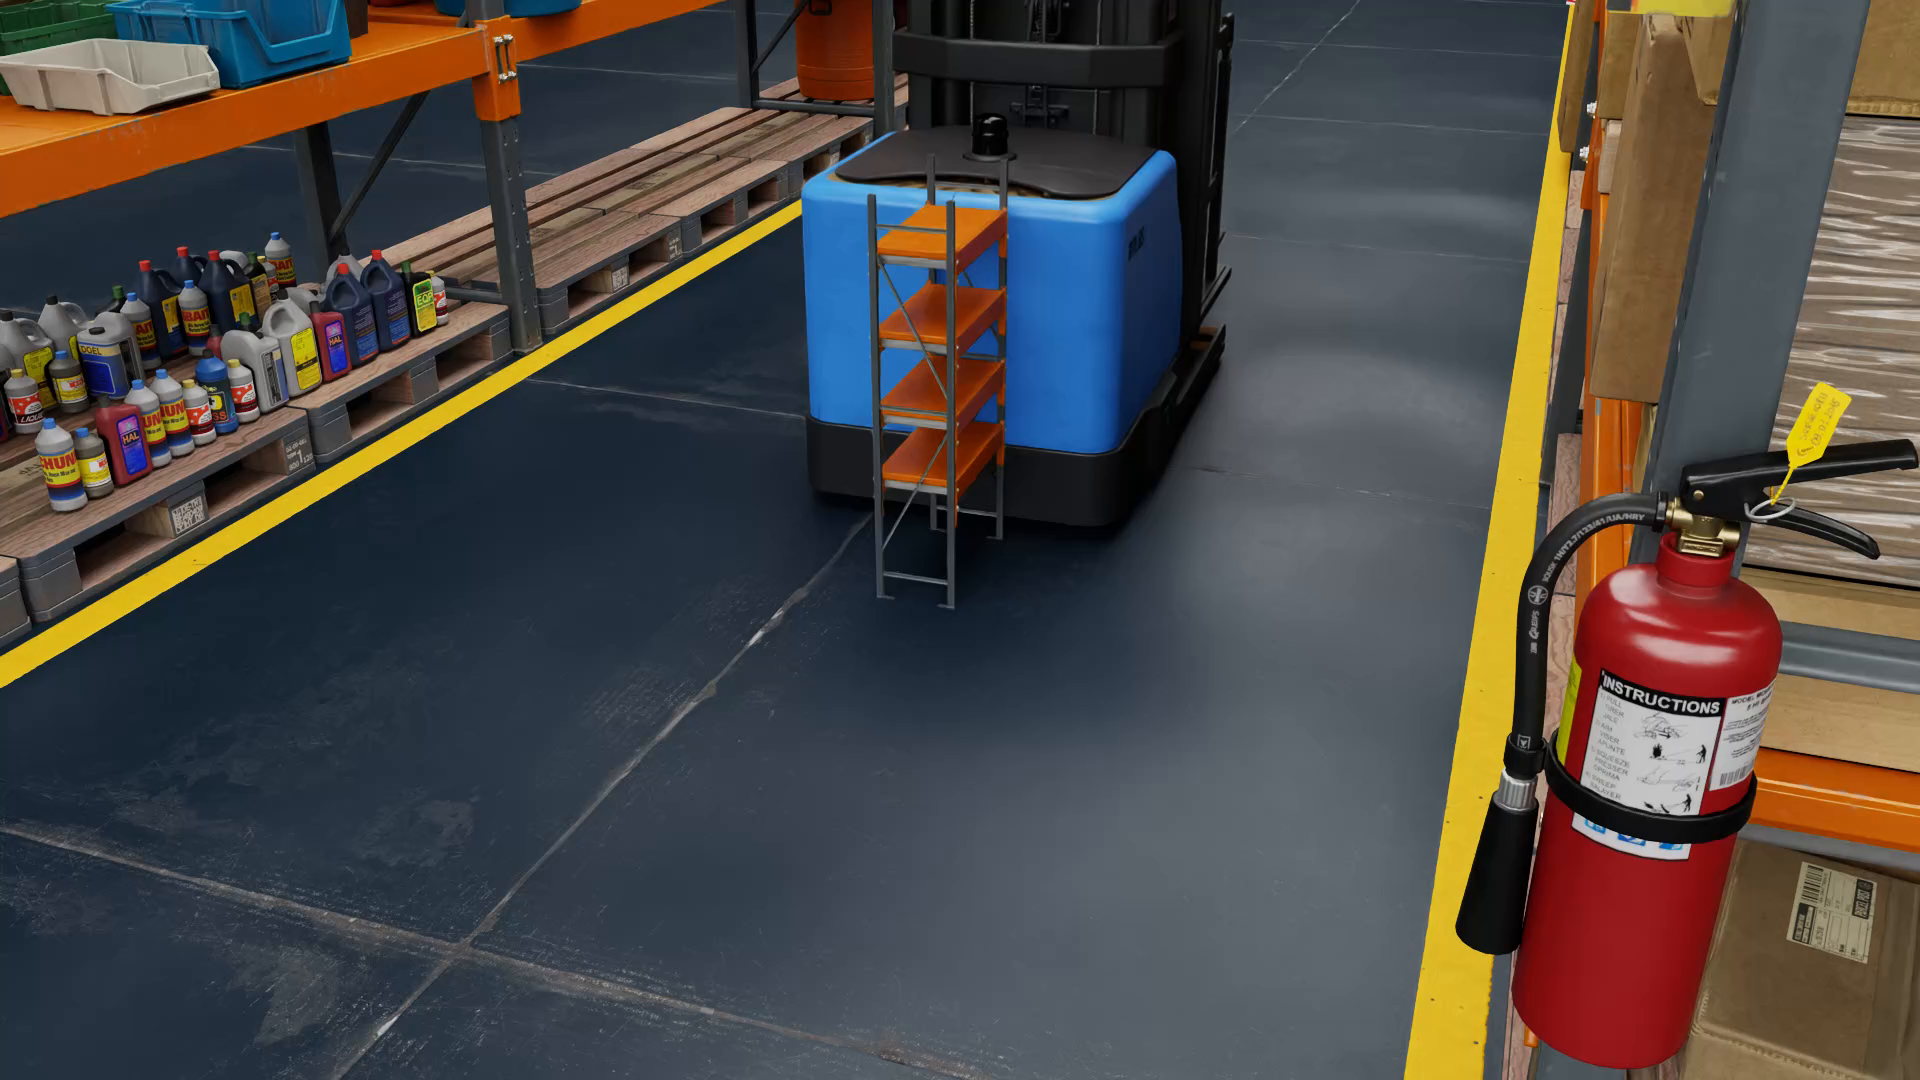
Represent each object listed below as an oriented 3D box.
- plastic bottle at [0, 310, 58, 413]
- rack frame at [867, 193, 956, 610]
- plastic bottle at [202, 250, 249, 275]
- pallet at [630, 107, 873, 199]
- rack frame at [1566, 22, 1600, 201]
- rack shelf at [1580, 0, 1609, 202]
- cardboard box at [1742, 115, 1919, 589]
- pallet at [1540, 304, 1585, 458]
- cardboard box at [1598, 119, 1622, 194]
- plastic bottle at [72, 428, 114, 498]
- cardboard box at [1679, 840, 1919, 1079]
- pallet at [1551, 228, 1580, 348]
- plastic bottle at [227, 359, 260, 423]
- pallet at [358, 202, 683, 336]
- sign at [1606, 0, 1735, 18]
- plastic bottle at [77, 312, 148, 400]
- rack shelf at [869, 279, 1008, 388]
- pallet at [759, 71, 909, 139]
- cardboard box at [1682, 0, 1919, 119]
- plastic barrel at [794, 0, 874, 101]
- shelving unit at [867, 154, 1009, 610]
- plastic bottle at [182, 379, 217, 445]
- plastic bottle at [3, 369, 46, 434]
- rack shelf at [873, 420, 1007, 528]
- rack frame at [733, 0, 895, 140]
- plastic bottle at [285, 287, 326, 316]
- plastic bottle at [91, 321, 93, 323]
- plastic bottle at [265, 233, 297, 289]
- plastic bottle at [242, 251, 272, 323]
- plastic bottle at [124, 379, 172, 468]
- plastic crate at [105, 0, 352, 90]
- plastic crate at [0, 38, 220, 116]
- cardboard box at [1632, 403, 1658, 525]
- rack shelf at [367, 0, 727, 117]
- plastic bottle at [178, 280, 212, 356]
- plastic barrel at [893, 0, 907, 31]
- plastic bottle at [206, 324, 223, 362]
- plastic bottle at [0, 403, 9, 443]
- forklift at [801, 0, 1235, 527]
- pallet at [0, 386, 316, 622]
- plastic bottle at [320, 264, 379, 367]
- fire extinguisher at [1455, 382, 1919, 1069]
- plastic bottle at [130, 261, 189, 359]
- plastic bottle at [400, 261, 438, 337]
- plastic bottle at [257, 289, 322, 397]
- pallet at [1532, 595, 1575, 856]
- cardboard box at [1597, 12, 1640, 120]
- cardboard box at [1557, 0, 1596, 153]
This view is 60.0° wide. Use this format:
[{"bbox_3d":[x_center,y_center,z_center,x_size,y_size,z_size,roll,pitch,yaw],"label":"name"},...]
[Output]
[{"bbox_3d":[-3.149,-0.607,5.597,0.144,0.351,0.185,10,28,20],"label":"plastic bottle"},{"bbox_3d":[-0.128,-0.355,4.605,0.240,1.200,0.015,8,27,16],"label":"rack frame"},{"bbox_3d":[-2.824,-0.970,6.431,0.152,0.276,0.135,10,27,19],"label":"plastic bottle"},{"bbox_3d":[-1.186,-2.278,9.712,1.003,0.211,1.213,9,27,17],"label":"pallet"},{"bbox_3d":[3.779,-3.127,8.267,1.000,3.000,0.127,9,27,17],"label":"rack frame"},{"bbox_3d":[3.113,-1.982,6.726,1.077,0.370,4.000,9,27,17],"label":"rack shelf"},{"bbox_3d":[1.325,-0.241,1.849,0.875,0.500,0.500,9,27,17],"label":"cardboard box"},{"bbox_3d":[2.705,-0.549,6.141,1.003,0.211,1.213,9,27,17],"label":"pallet"},{"bbox_3d":[1.744,-0.917,3.991,0.380,0.149,0.250,9,27,17],"label":"cardboard box"},{"bbox_3d":[-2.622,-0.239,5.008,0.097,0.201,0.097,0,26,0],"label":"plastic bottle"},{"bbox_3d":[1.340,0.842,2.455,0.500,0.500,0.500,14,29,27],"label":"cardboard box"},{"bbox_3d":[3.110,-1.052,7.180,1.003,0.211,1.213,9,27,17],"label":"pallet"},{"bbox_3d":[-2.408,-0.504,5.554,0.097,0.201,0.097,0,26,0],"label":"plastic bottle"},{"bbox_3d":[-1.998,-1.275,7.641,1.003,0.211,1.213,9,27,17],"label":"pallet"},{"bbox_3d":[0.600,-0.592,1.339,0.100,0.325,0.005,9,27,17],"label":"sign"},{"bbox_3d":[-2.939,-0.639,5.748,0.152,0.276,0.135,9,27,17],"label":"plastic bottle"},{"bbox_3d":[-0.053,-0.597,4.746,0.258,0.148,0.480,8,27,16],"label":"rack shelf"},{"bbox_3d":[-0.669,-2.921,11.040,1.003,0.211,1.213,9,27,17],"label":"pallet"},{"bbox_3d":[1.067,-0.731,1.713,0.500,0.500,0.500,9,27,17],"label":"cardboard box"},{"bbox_3d":[-0.745,-3.261,10.552,0.600,0.830,0.708,9,27,17],"label":"plastic barrel"},{"bbox_3d":[-0.053,-0.456,4.815,0.258,1.200,0.503,8,27,16],"label":"shelving unit"},{"bbox_3d":[-2.477,-0.419,5.380,0.097,0.201,0.097,0,26,0],"label":"plastic bottle"},{"bbox_3d":[-3.077,-0.461,5.466,0.097,0.201,0.097,0,26,0],"label":"plastic bottle"},{"bbox_3d":[-0.053,-0.217,4.930,0.258,0.148,0.480,8,27,16],"label":"rack shelf"},{"bbox_3d":[-0.892,-3.846,9.751,1.000,3.000,0.127,9,27,17],"label":"rack frame"},{"bbox_3d":[-2.377,-0.800,6.080,0.152,0.276,0.135,9,27,17],"label":"plastic bottle"},{"bbox_3d":[-3.062,-0.678,5.915,0.097,0.201,0.097,0,26,0],"label":"plastic bottle"},{"bbox_3d":[-2.742,-1.104,6.715,0.097,0.271,0.097,0,26,0],"label":"plastic bottle"},{"bbox_3d":[-2.724,-0.958,6.398,0.061,0.283,0.133,9,27,17],"label":"plastic bottle"},{"bbox_3d":[-2.543,-0.369,5.196,0.097,0.271,0.097,0,26,0],"label":"plastic bottle"},{"bbox_3d":[-2.335,-1.641,5.367,0.499,0.251,0.616,9,27,17],"label":"plastic crate"},{"bbox_3d":[-2.525,-1.379,4.959,0.530,0.136,0.437,9,27,17],"label":"plastic crate"},{"bbox_3d":[1.135,-0.087,2.275,0.380,0.149,0.250,9,27,17],"label":"cardboard box"},{"bbox_3d":[-1.557,-2.700,8.210,1.077,0.370,4.000,9,27,17],"label":"rack shelf"},{"bbox_3d":[-2.817,-0.823,6.134,0.097,0.271,0.097,0,26,0],"label":"plastic bottle"},{"bbox_3d":[-0.369,-3.617,11.563,0.600,0.588,0.708,9,27,17],"label":"plastic barrel"},{"bbox_3d":[-2.495,-0.608,5.676,0.061,0.283,0.133,9,27,17],"label":"plastic bottle"},{"bbox_3d":[-3.146,-0.436,5.321,0.061,0.283,0.133,9,27,17],"label":"plastic bottle"},{"bbox_3d":[0.437,-1.981,5.978,1.130,2.935,3.031,8,27,16],"label":"forklift"},{"bbox_3d":[-2.890,-0.174,5.367,1.003,0.211,1.213,9,27,17],"label":"pallet"},{"bbox_3d":[-2.229,-0.822,6.041,0.144,0.351,0.185,7,27,15],"label":"plastic bottle"},{"bbox_3d":[0.644,0.175,1.535,0.296,0.674,0.183,9,27,17],"label":"fire extinguisher"},{"bbox_3d":[-2.946,-0.858,6.116,0.144,0.351,0.185,8,27,15],"label":"plastic bottle"},{"bbox_3d":[-2.072,-0.932,6.344,0.061,0.283,0.133,10,28,20],"label":"plastic bottle"},{"bbox_3d":[-2.337,-0.690,5.767,0.144,0.351,0.185,9,27,17],"label":"plastic bottle"},{"bbox_3d":[1.853,0.556,3.860,1.003,0.211,1.213,9,27,17],"label":"pallet"},{"bbox_3d":[2.040,-1.286,4.008,0.875,0.500,0.500,9,27,17],"label":"cardboard box"},{"bbox_3d":[4.028,-2.641,9.218,1.225,0.875,0.875,7,27,15],"label":"cardboard box"}]
